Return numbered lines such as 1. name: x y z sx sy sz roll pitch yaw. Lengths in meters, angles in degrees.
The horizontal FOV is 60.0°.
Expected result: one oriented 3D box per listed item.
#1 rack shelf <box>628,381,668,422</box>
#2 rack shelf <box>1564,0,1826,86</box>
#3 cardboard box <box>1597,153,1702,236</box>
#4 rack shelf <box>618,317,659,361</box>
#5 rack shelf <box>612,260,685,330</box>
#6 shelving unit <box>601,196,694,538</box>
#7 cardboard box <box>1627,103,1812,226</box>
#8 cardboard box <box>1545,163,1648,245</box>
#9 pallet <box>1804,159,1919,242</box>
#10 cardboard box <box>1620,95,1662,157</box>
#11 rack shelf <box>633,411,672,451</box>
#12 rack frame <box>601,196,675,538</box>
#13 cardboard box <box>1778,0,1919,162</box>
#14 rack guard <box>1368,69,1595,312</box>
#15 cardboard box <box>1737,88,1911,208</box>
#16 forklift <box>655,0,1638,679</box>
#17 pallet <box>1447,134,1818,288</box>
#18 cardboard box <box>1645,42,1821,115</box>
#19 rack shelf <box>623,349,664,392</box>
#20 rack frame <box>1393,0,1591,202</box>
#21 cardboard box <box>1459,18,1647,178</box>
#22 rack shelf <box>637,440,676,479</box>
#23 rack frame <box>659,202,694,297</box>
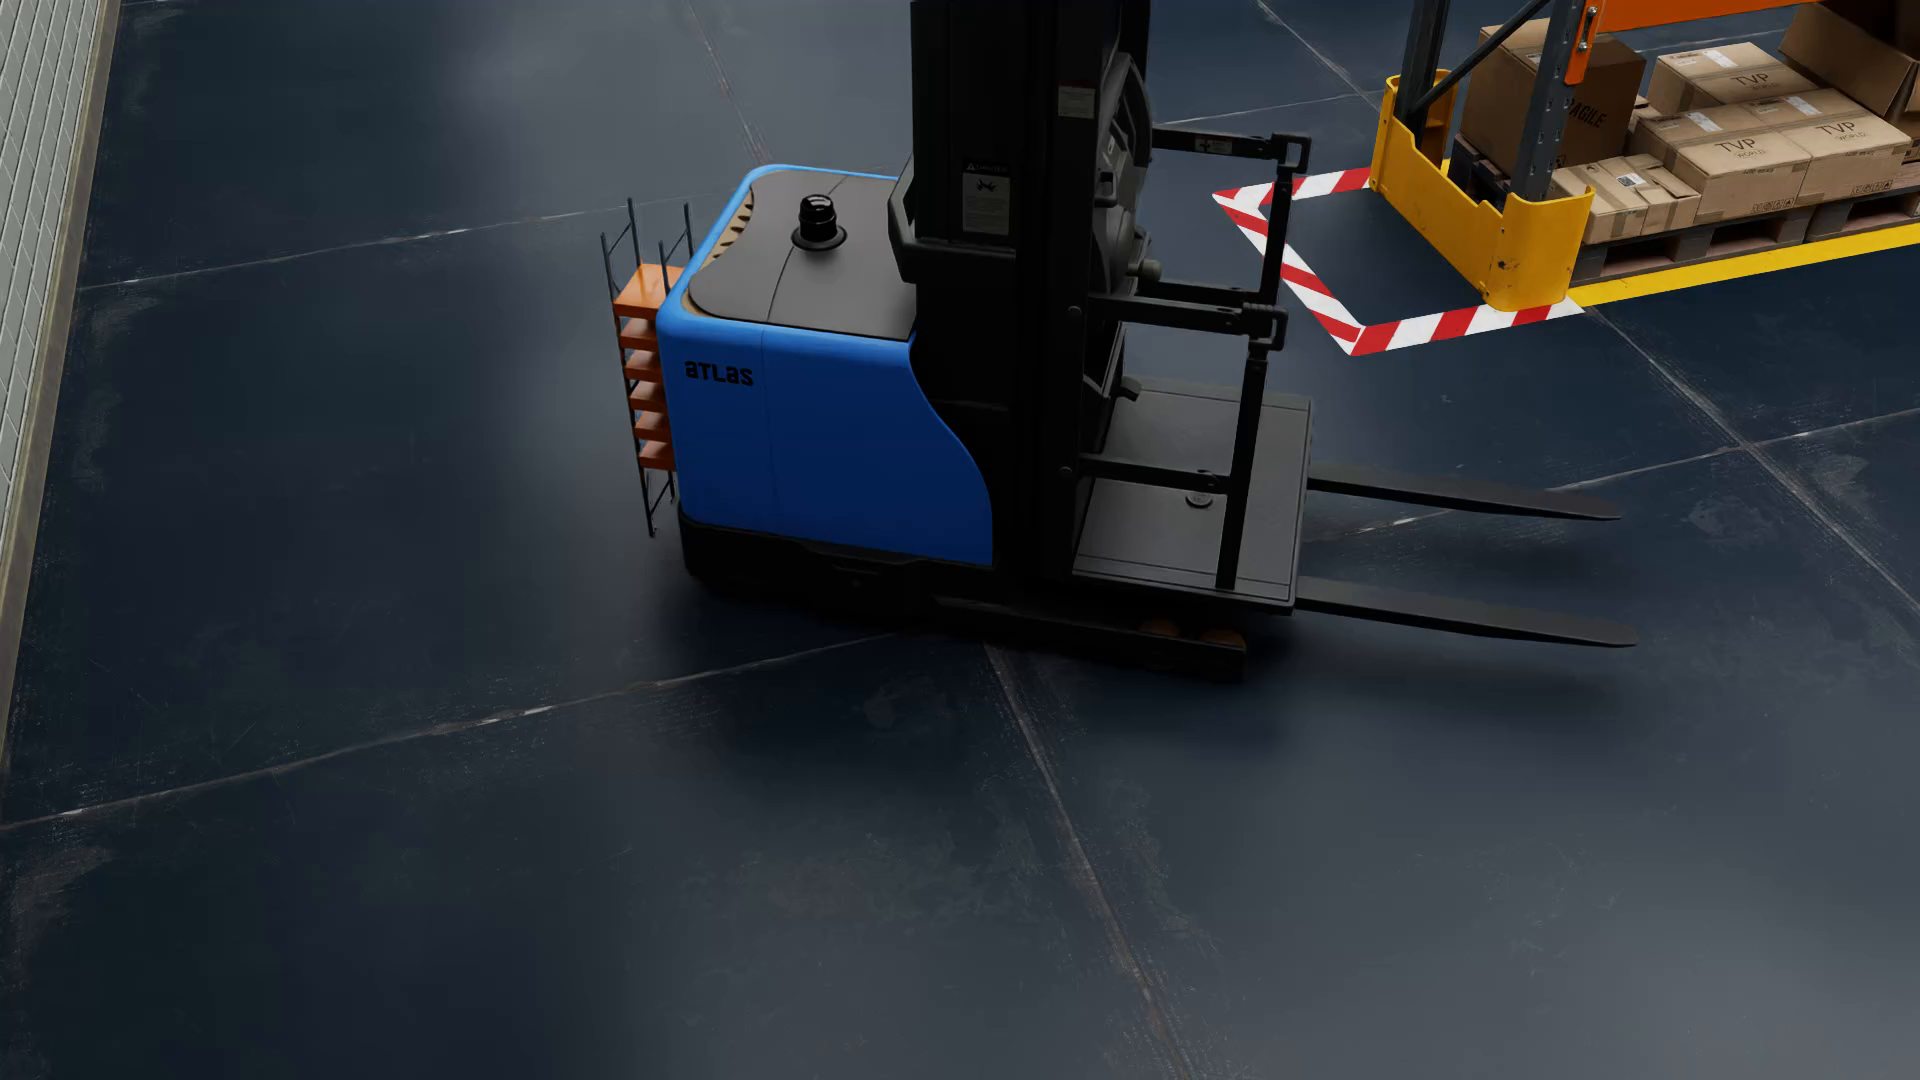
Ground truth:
1. rack shelf: -0.956 -0.490 5.467 0.180 0.103 0.258 8 42 9
2. rack shelf: 4.028 -2.563 6.950 4.000 0.370 1.077 -12 42 -13
3. cardboard box: 2.861 -1.454 6.953 0.250 0.166 0.380 -12 42 -13
4. rack shelf: -0.956 -0.671 5.309 0.180 0.103 0.258 8 42 9
5. rack shelf: -0.956 -0.761 5.230 0.180 0.103 0.258 8 42 9
6. shelving unit: -0.956 -0.524 5.437 0.189 1.200 0.258 8 42 9
7. cardboard box: 3.201 -1.597 7.054 0.500 0.250 0.500 -12 42 -13
8. cardboard box: 2.623 -1.398 6.902 0.250 0.149 0.380 -12 42 -13
9. pallet: 4.114 -1.800 7.650 1.213 0.211 1.003 -12 42 -13
10. cardboard box: 2.978 -1.823 7.376 0.250 0.166 0.380 -12 42 -13
11. rack shelf: -0.956 -0.400 5.545 0.180 0.103 0.258 8 42 9
12. rack frame: -1.046 -0.537 5.452 0.006 1.200 0.240 8 42 9
13. cardboard box: 4.145 -2.080 7.414 0.637 0.503 0.797 -12 42 -13
14. rack guard: 2.193 -1.512 7.101 0.348 0.500 1.175 -12 42 -13
15. cardboard box: 3.678 -1.696 7.167 0.500 0.250 0.500 -12 42 -13
16. forklift: 0.653 -1.049 4.723 3.031 2.935 1.130 8 42 9
17. pallet: 2.953 -1.561 7.377 1.213 0.211 1.003 -12 42 -13
18. cardboard box: 3.480 -2.000 7.514 0.500 0.250 0.500 -12 42 -13
19. rack shelf: -0.956 -0.580 5.388 0.180 0.103 0.258 8 42 9
20. rack frame: 2.120 -2.438 6.261 0.127 3.000 1.000 -12 42 -13
21. cardboard box: 2.565 -1.925 7.239 0.500 0.500 0.500 -12 42 -13
22. rack shelf: -0.956 -0.309 5.624 0.180 0.103 0.258 8 42 9
23. rack frame: -0.867 -0.510 5.422 0.006 1.200 0.240 8 42 9
